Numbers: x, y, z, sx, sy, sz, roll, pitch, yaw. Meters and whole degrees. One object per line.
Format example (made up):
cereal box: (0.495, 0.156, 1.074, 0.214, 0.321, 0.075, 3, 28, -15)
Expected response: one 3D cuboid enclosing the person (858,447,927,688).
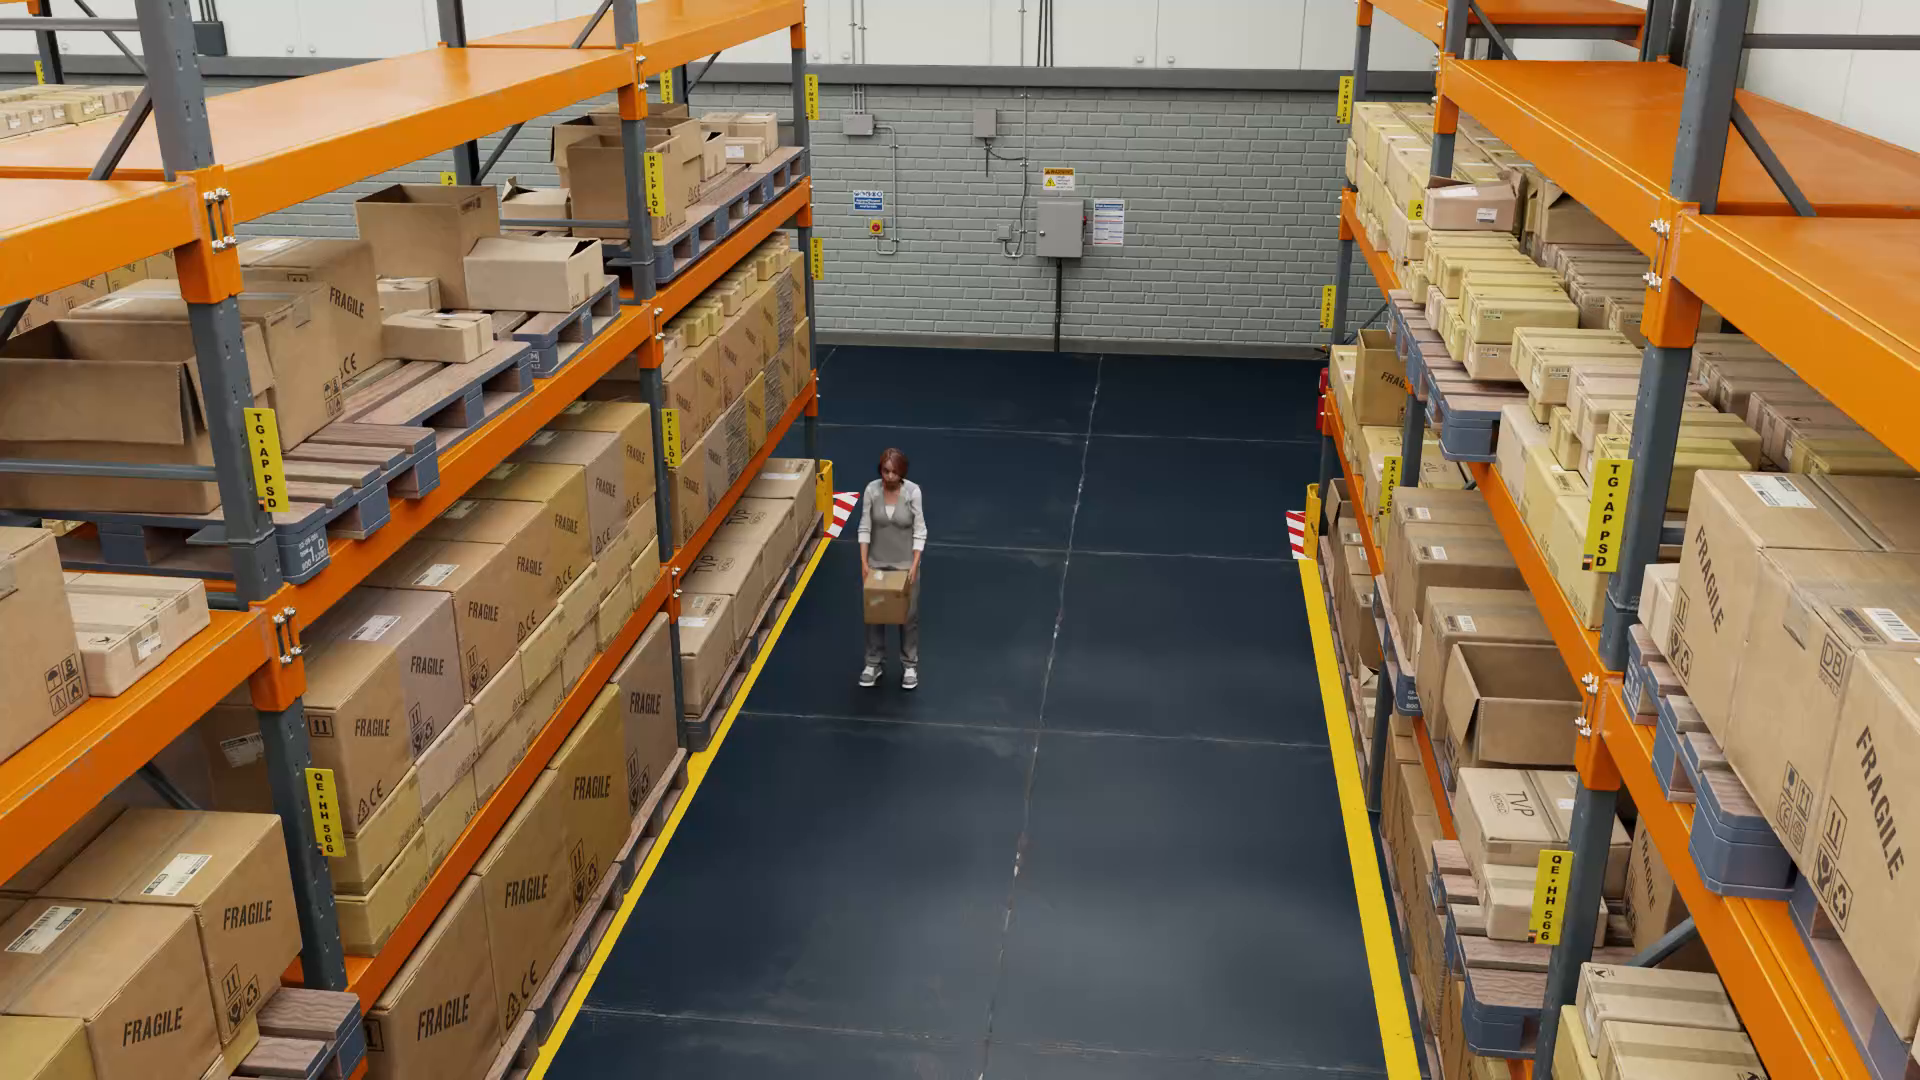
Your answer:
person: (-0.433, 0.177, 10.637, 0.445, 1.602, 0.371, 3, 22, 6)
